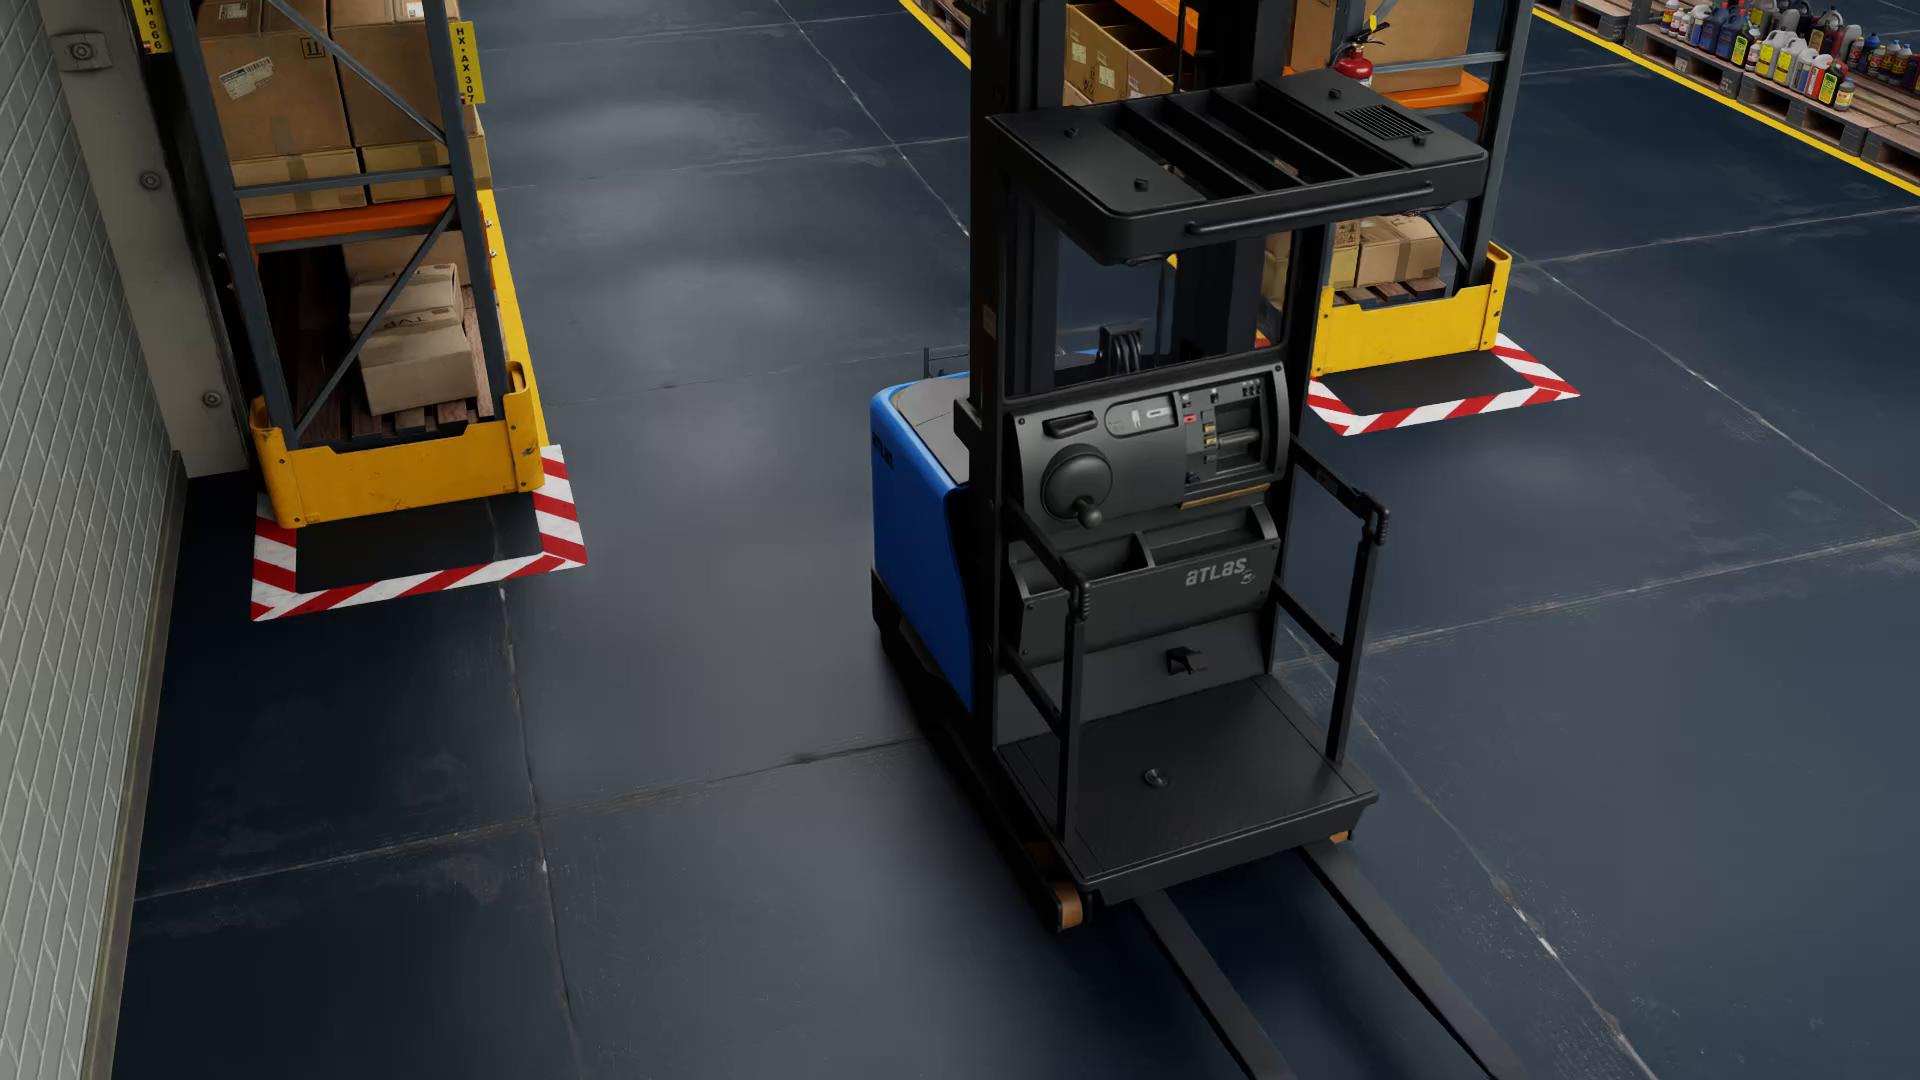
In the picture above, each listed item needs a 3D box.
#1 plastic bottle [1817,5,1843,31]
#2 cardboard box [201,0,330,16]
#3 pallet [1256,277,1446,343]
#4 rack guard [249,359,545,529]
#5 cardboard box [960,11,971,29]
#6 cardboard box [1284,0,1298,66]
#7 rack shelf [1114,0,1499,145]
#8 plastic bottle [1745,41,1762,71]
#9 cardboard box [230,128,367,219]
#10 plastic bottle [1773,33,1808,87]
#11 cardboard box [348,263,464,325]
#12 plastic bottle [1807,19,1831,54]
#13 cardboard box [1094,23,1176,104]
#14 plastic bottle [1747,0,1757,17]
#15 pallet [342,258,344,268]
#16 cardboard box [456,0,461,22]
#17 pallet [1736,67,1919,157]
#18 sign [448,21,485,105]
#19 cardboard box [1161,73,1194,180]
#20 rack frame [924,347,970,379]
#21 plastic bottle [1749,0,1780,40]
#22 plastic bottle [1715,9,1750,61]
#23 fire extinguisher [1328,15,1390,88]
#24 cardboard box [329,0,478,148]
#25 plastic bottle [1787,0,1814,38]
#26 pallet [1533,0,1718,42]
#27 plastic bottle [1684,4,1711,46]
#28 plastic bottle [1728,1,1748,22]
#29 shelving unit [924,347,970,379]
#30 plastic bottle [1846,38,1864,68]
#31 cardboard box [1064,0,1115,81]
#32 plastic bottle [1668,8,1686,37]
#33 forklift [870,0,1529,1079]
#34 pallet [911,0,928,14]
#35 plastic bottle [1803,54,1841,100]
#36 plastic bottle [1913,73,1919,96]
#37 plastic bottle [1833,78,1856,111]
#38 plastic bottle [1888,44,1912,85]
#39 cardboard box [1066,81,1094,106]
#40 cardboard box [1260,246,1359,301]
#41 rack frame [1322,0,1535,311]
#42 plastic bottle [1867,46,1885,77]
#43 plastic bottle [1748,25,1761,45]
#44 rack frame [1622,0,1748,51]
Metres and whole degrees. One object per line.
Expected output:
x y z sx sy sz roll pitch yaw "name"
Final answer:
6.363 -3.724 12.169 0.144 0.351 0.185 -10 35 -15 "plastic bottle"
-2.970 -2.176 7.260 0.500 0.500 0.500 -10 35 -14 "cardboard box"
1.964 -1.506 9.338 1.003 0.211 1.213 -10 35 -15 "pallet"
-2.502 -0.437 7.458 1.175 0.500 0.348 -10 35 -15 "rack guard"
0.305 -4.106 12.857 0.500 0.250 0.500 -9 35 -14 "cardboard box"
1.942 -2.839 8.735 0.700 0.500 0.500 -9 35 -13 "cardboard box"
1.627 -3.025 9.759 1.077 0.370 4.000 -10 35 -15 "rack shelf"
5.708 -3.477 11.930 0.097 0.201 0.097 0 33 0 "plastic bottle"
-2.806 -1.599 7.066 0.500 0.250 0.500 -10 35 -14 "cardboard box"
5.831 -3.371 11.634 0.144 0.351 0.185 -9 34 -13 "plastic bottle"
-2.779 -1.179 8.354 0.500 0.311 0.500 -7 34 -11 "cardboard box"
6.274 -3.666 12.141 0.061 0.283 0.133 -10 35 -15 "plastic bottle"
1.166 -2.895 10.343 0.500 0.500 0.500 -10 35 -15 "cardboard box"
6.143 -4.084 12.849 0.097 0.201 0.097 0 33 0 "plastic bottle"
-3.461 -2.030 10.131 1.003 0.211 1.213 -10 35 -15 "pallet"
-2.632 -2.533 7.801 0.500 0.500 0.500 -11 35 -16 "cardboard box"
6.276 -3.041 11.661 1.003 0.211 1.213 -10 35 -15 "pallet"
-1.963 -1.892 6.608 0.100 0.325 0.005 -10 35 -15 "sign"
1.471 -2.370 9.549 0.500 0.500 0.500 -10 35 -15 "cardboard box"
-0.033 -0.433 7.089 0.240 0.900 0.006 -10 35 -15 "rack frame"
6.069 -3.971 12.542 0.144 0.351 0.185 -10 35 -15 "plastic bottle"
5.644 -3.692 12.120 0.144 0.351 0.185 -11 35 -17 "plastic bottle"
1.831 -2.103 7.781 0.296 0.674 0.183 -10 35 -15 "fire extinguisher"
-2.339 -2.000 6.993 0.500 0.500 0.500 -10 35 -15 "cardboard box"
6.265 -3.894 12.426 0.144 0.351 0.185 -12 35 -17 "plastic bottle"
5.459 -4.448 13.791 1.003 0.211 1.213 -10 35 -15 "pallet"
5.540 -3.847 12.423 0.152 0.276 0.135 -9 34 -13 "plastic bottle"
5.724 -3.815 12.306 0.144 0.351 0.185 -10 35 -15 "plastic bottle"
-0.002 -0.380 7.008 0.258 0.900 0.210 -10 35 -15 "shelving unit"
6.471 -3.519 11.993 0.097 0.201 0.097 0 33 0 "plastic bottle"
0.860 -3.420 11.138 0.500 0.500 0.500 -10 35 -15 "cardboard box"
5.446 -3.928 12.612 0.097 0.201 0.097 0 33 0 "plastic bottle"
0.683 -0.237 4.950 1.130 2.935 3.031 -13 36 -19 "forklift"
0.011 -4.873 14.433 1.003 0.211 1.213 -10 35 -15 "pallet"
5.927 -3.181 11.414 0.152 0.276 0.135 -10 35 -14 "plastic bottle"
6.668 -3.181 11.482 0.097 0.201 0.097 0 33 0 "plastic bottle"
5.978 -3.013 11.227 0.097 0.201 0.097 0 33 0 "plastic bottle"
6.595 -3.335 11.653 0.097 0.271 0.097 0 33 0 "plastic bottle"
1.017 -2.845 10.948 0.500 0.250 0.500 -10 35 -15 "cardboard box"
1.792 -1.535 8.965 0.500 0.250 0.500 -10 35 -15 "cardboard box"
2.237 -2.275 7.972 1.000 3.000 0.127 -10 35 -15 "rack frame"
6.534 -3.411 11.830 0.097 0.201 0.097 0 33 0 "plastic bottle"
5.725 -3.588 12.034 0.097 0.271 0.097 0 33 0 "plastic bottle"
5.735 -5.206 12.408 1.000 3.000 0.127 -10 35 -15 "rack frame"
